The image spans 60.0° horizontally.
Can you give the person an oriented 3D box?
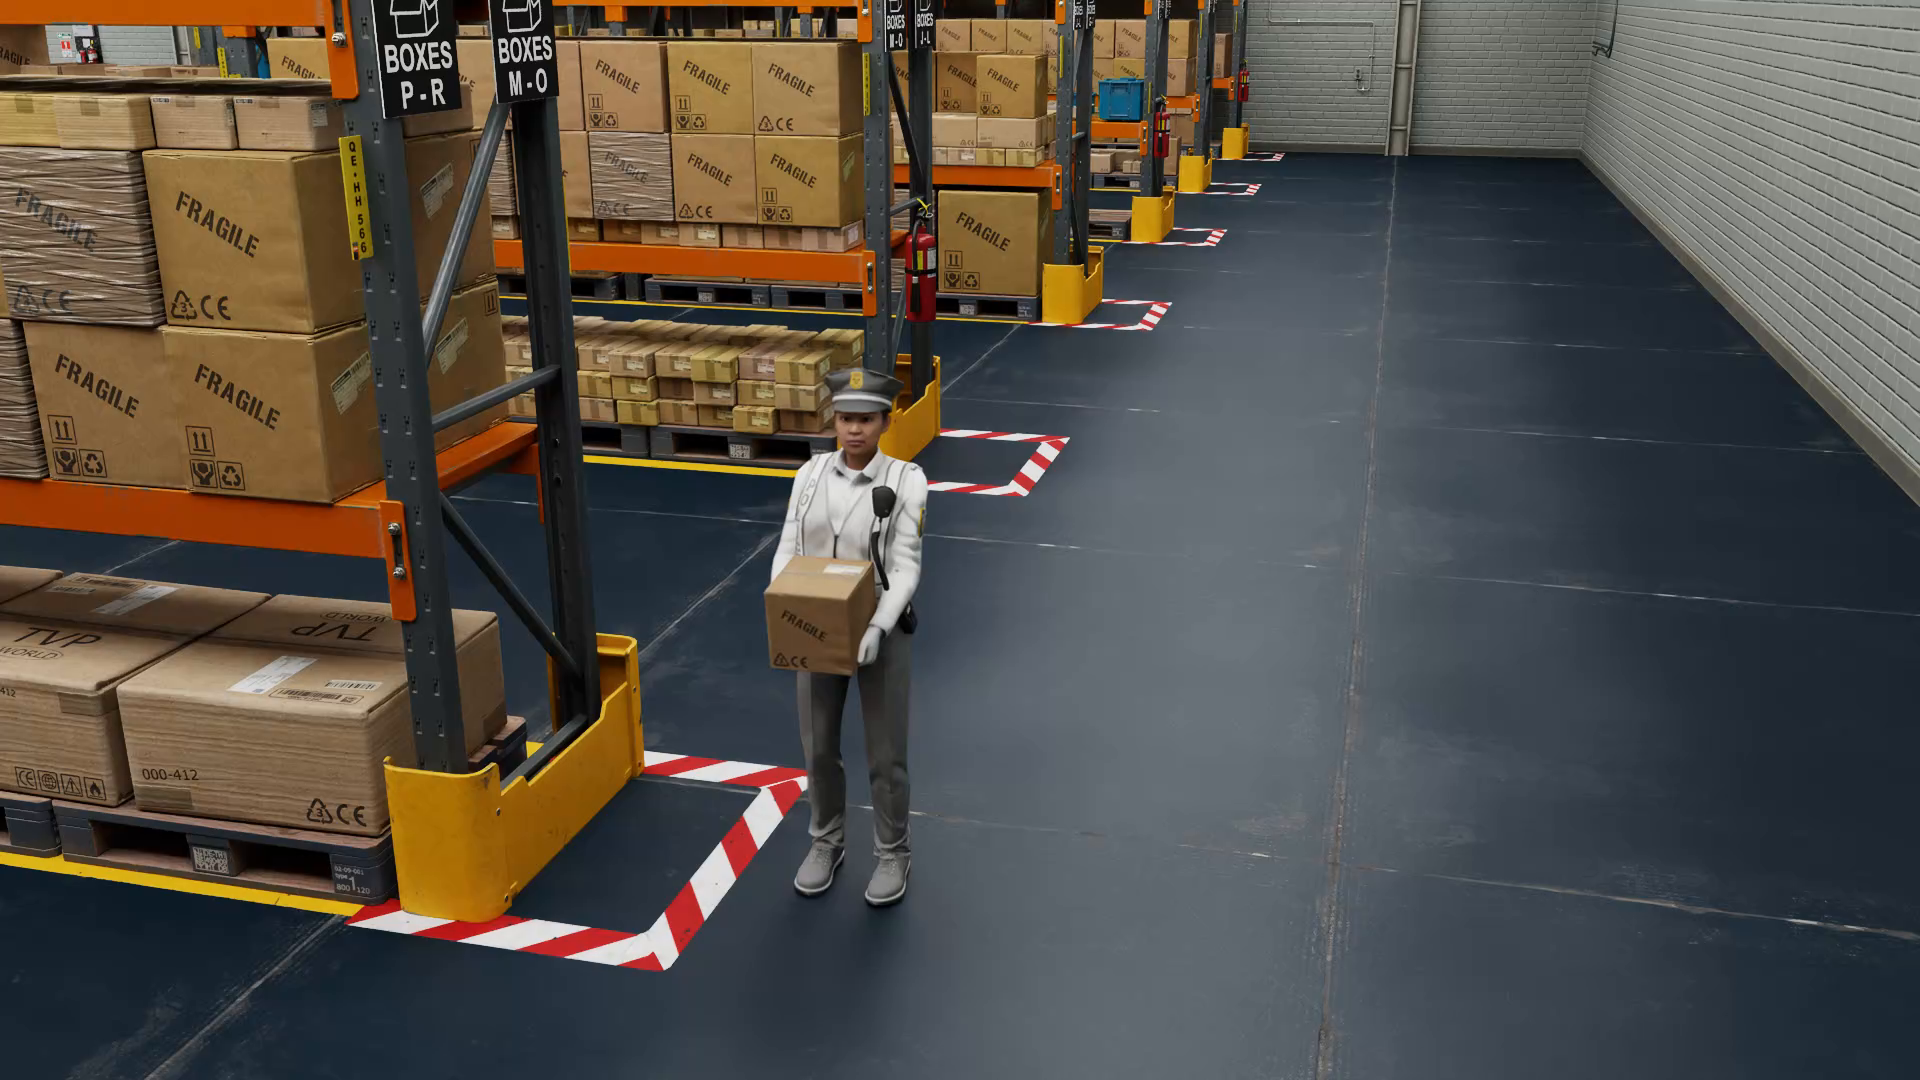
[{"bbox_3d":[-0.344,0.313,5.079,0.459,1.686,0.556,5,19,14],"label":"person"}]
